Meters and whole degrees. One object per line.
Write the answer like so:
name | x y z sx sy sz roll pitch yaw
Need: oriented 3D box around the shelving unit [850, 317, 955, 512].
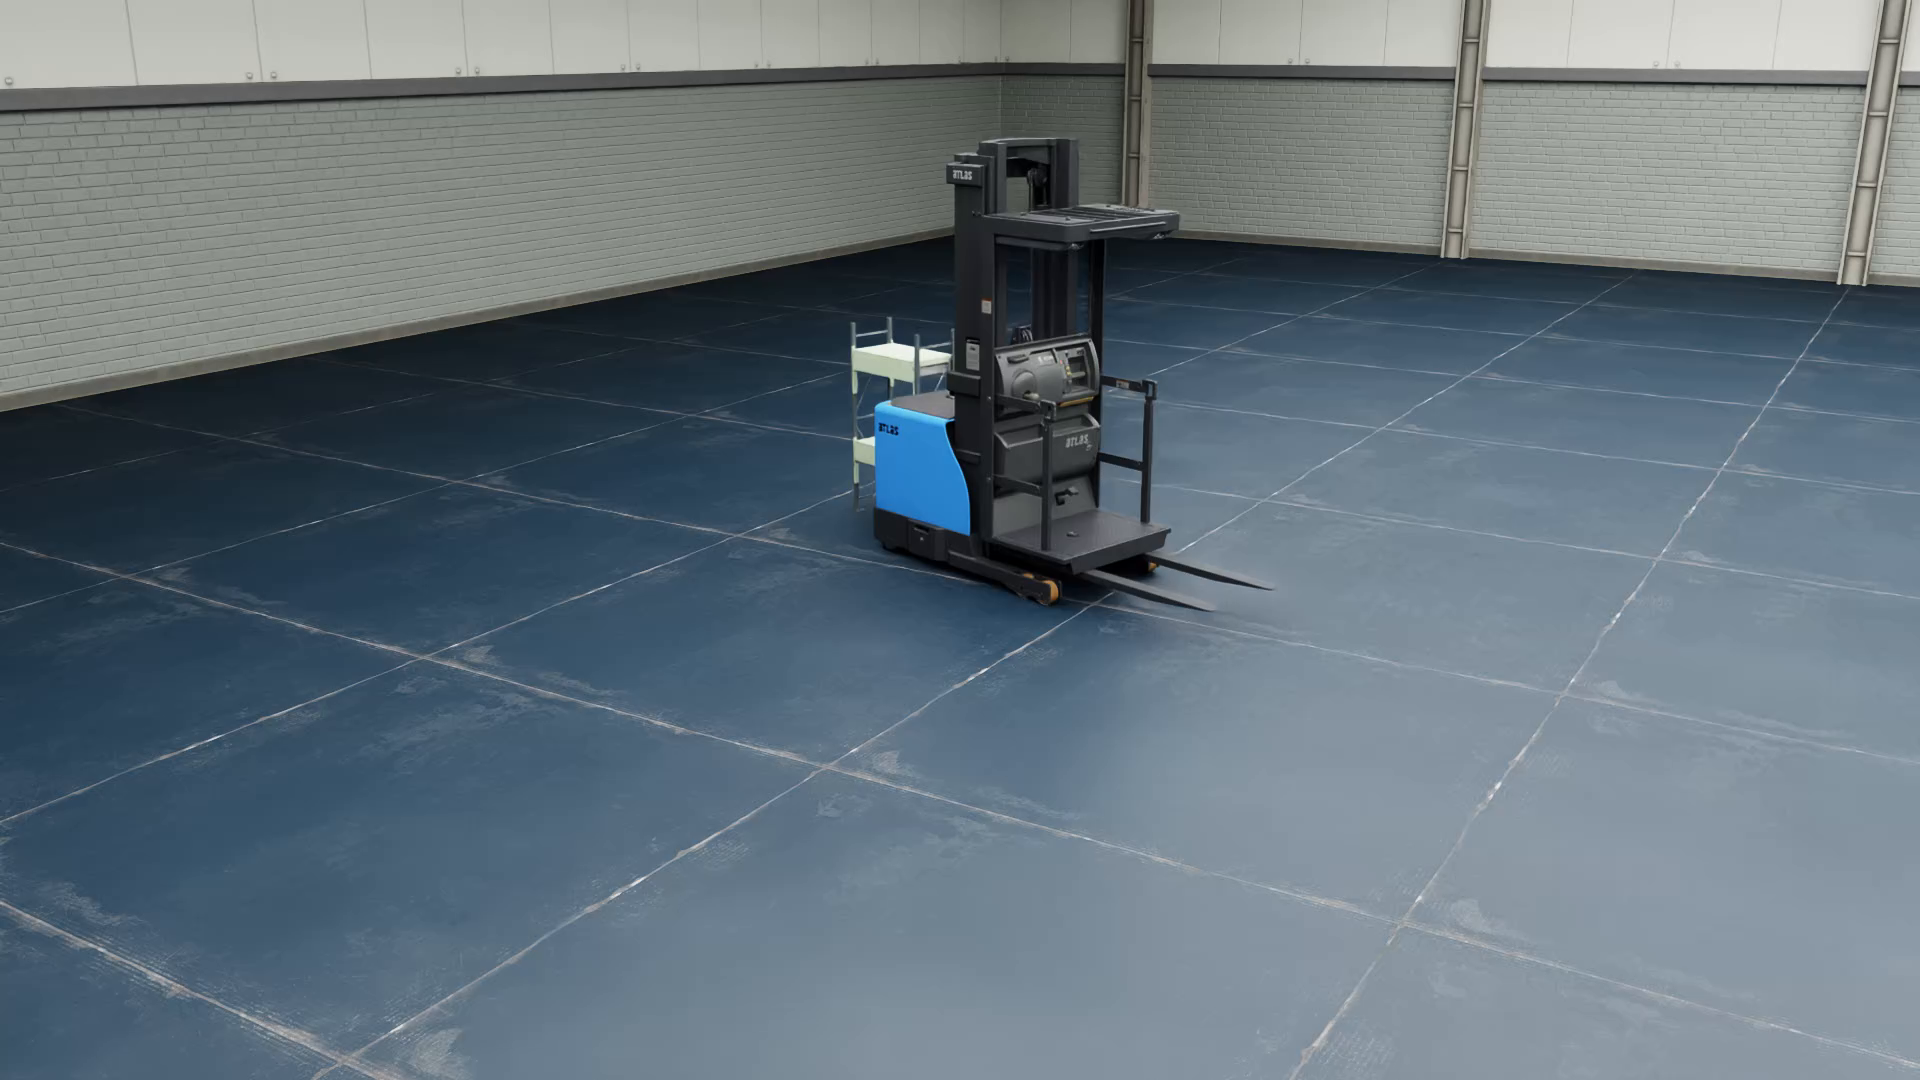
shelving unit | -0.433 -0.898 12.758 0.431 1.500 0.755 -15 23 -41

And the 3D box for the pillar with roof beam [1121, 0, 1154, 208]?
pillar with roof beam | 0.998 -8.935 26.313 0.400 9.000 9.100 10 20 30

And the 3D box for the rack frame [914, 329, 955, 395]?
rack frame | -0.182 -0.821 12.502 0.400 1.500 0.023 -15 23 -41

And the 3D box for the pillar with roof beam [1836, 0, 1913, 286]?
pillar with roof beam | 11.224 -7.110 20.304 0.400 9.000 9.100 10 20 30

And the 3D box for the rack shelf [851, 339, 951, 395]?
rack shelf | -0.433 -1.272 12.644 0.431 0.370 0.720 -15 23 -41

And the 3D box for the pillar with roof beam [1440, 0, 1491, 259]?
pillar with roof beam | 6.111 -8.022 23.308 0.400 9.000 9.100 10 20 30

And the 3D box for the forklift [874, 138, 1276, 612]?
forklift | 0.744 -1.142 11.097 1.130 2.935 3.031 -15 23 -41

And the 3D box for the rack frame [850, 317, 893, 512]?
rack frame | -0.683 -0.976 13.013 0.400 1.500 0.023 -15 23 -41

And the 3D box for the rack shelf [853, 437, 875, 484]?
rack shelf | -0.433 -0.586 12.852 0.431 0.370 0.720 -15 23 -41
